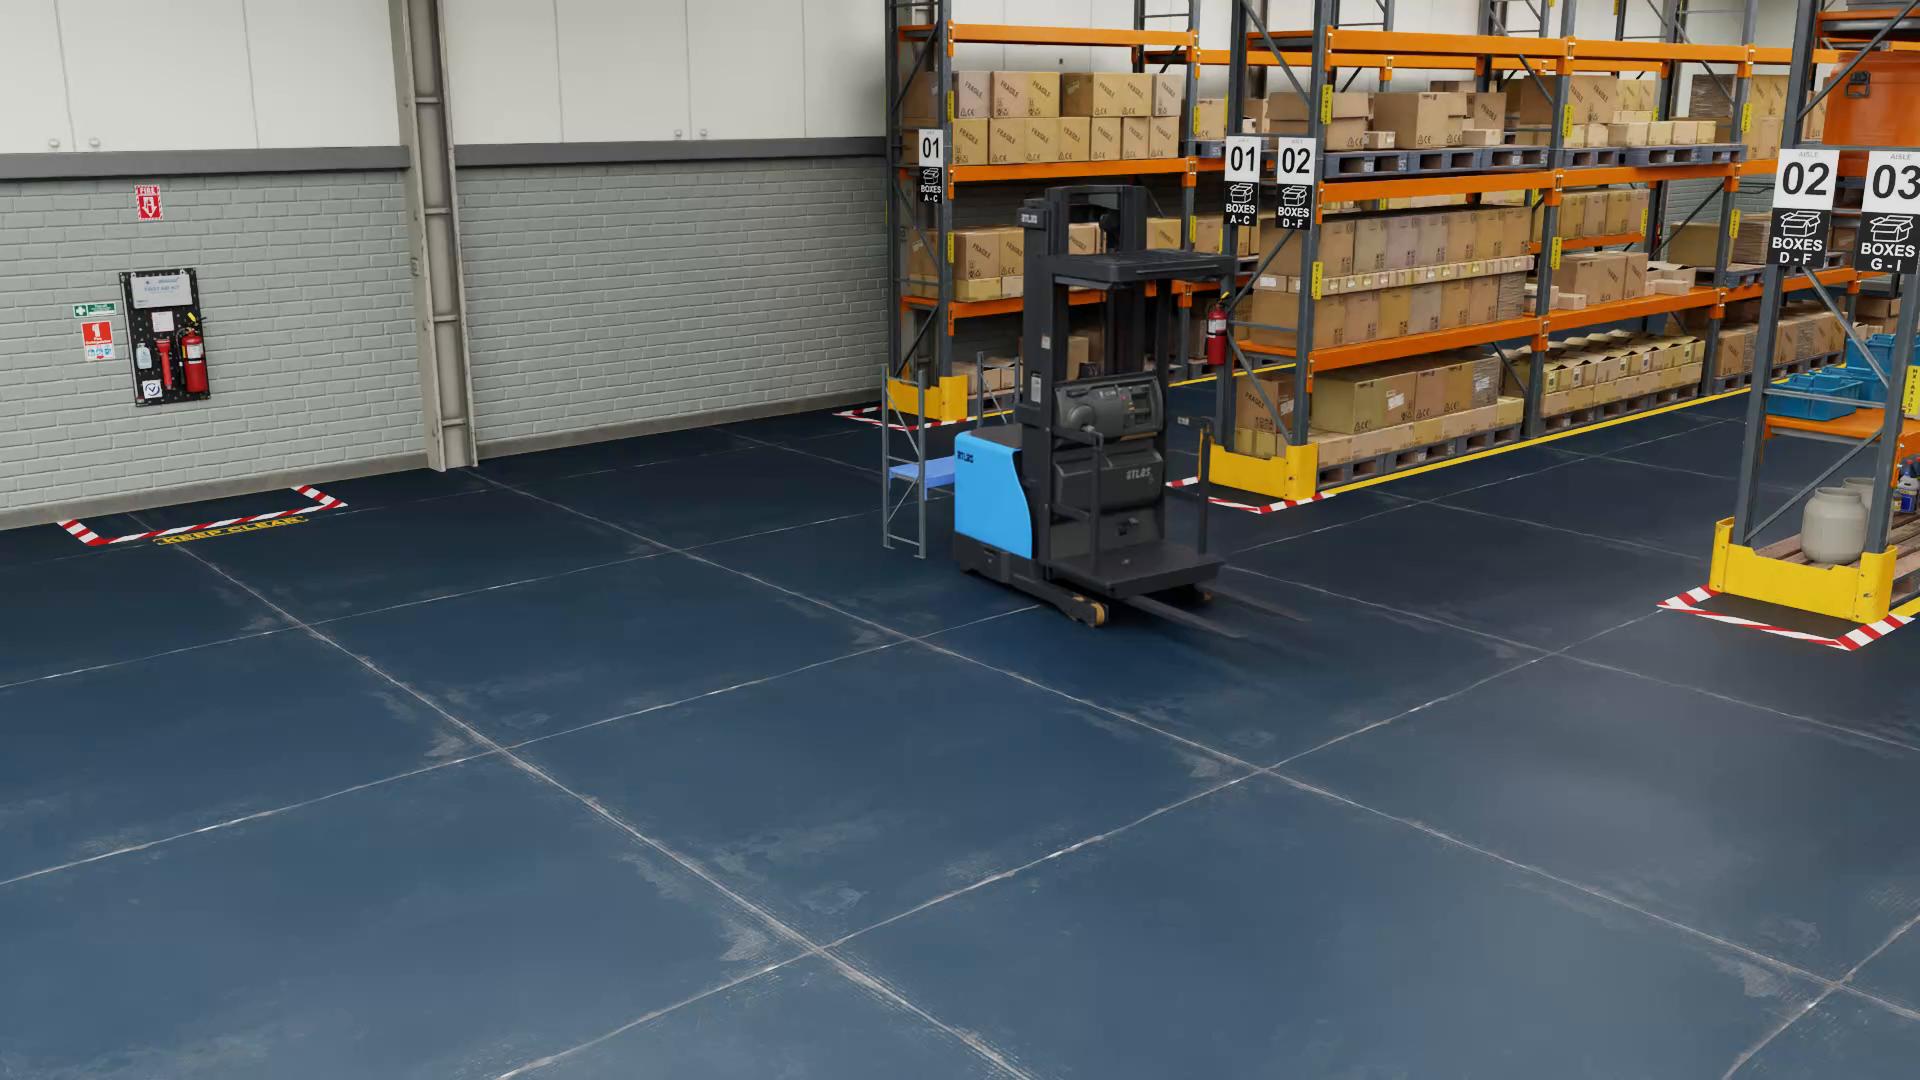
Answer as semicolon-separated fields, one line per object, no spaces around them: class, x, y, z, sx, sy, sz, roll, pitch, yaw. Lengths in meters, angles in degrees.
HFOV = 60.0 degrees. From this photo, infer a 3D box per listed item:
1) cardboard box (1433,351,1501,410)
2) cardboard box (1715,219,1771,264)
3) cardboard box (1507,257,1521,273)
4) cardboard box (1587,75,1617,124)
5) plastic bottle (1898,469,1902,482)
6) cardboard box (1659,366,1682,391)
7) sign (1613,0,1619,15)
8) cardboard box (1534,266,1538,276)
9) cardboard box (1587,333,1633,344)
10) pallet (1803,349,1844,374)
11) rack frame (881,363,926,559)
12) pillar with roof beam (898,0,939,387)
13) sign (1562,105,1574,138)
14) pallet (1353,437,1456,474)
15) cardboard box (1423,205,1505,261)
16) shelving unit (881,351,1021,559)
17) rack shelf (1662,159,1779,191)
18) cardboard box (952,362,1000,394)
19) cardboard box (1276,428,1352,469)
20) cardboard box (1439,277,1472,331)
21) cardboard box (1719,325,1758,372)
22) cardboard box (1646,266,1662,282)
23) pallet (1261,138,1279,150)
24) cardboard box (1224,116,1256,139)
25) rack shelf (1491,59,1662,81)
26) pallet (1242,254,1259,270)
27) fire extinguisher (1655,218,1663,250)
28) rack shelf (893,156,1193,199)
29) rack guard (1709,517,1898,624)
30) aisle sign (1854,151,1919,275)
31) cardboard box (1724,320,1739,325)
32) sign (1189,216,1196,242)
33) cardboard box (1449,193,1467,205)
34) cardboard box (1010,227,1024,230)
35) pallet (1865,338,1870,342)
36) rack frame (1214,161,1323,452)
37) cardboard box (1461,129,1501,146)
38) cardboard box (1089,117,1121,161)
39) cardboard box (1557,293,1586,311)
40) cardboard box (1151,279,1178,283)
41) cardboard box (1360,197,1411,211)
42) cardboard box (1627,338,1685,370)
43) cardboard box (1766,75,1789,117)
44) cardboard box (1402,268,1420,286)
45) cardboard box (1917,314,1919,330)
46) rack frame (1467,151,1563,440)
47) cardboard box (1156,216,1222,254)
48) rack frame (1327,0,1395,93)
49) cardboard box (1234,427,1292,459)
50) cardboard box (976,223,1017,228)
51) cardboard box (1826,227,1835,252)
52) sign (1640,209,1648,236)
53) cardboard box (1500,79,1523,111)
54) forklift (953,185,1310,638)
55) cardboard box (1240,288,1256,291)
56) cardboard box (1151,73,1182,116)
cardboard box;5.220;-1.656;17.199;0.500;0.500;0.500;-13;19;-39
cardboard box;10.045;-3.798;21.149;0.500;0.500;0.700;-9;17;-29
cardboard box;5.559;-2.855;17.176;0.250;0.149;0.380;-13;20;-41
cardboard box;6.717;-4.763;17.979;0.500;0.500;0.500;-10;18;-34
plastic bottle;7.884;-0.450;14.035;0.133;0.283;0.061;-12;19;-37
cardboard box;8.205;-1.950;19.753;0.500;0.250;0.500;-13;20;-40
sign;11.250;-9.155;28.469;0.005;0.325;0.100;-13;19;-39
cardboard box;9.601;-4.380;27.107;0.250;0.149;0.380;-12;19;-38
cardboard box;7.850;-2.324;20.065;0.500;0.311;0.500;-13;20;-41
pallet;11.257;-2.486;22.647;1.213;0.211;1.003;-13;19;-39
rack frame;-0.448;-0.624;13.180;0.032;1.500;0.500;-13;19;-39
pillar with roof beam;2.325;-5.256;15.991;0.400;9.000;9.100;-13;19;-39
sign;6.177;-4.252;16.889;0.005;0.325;0.100;-13;19;-39
pallet;4.263;-0.941;16.865;1.213;0.211;1.003;-13;19;-39
cardboard box;5.100;-3.136;16.969;0.500;0.500;0.700;-13;20;-39
shelving unit;-0.064;-0.710;13.502;1.048;1.500;0.538;-13;19;-39
rack shelf;10.337;-4.741;21.268;4.000;0.370;1.077;-13;19;-39
cardboard box;0.120;-1.922;19.491;0.500;0.311;0.500;13;20;41
cardboard box;3.344;-0.867;15.699;0.500;0.250;0.500;-13;19;-39
cardboard box;4.706;-2.420;16.803;0.500;0.500;0.700;-12;19;-39
cardboard box;9.751;-2.417;20.976;0.500;0.500;0.500;-14;20;-41
cardboard box;8.027;-3.144;19.879;0.500;0.311;0.500;-13;20;-40
pallet;3.873;-5.205;21.976;1.003;0.211;1.213;-13;19;-39
cardboard box;3.486;-5.377;21.614;0.500;0.311;0.500;-12;19;-38
rack shelf;10.100;-7.638;27.077;4.000;0.370;1.077;-13;19;-39
pallet;4.108;-3.828;22.641;1.213;0.211;1.003;-13;19;-39
fire extinguisher;12.026;-5.338;28.793;0.183;0.674;0.296;-13;19;-39
rack shelf;1.048;-4.349;19.802;4.000;0.370;1.077;-13;19;-39
rack guard;6.069;0.205;12.013;0.348;0.500;1.175;-13;19;-39
aisle sign;6.180;-2.167;11.013;0.004;0.787;0.394;-13;19;-39
cardboard box;9.771;-2.597;21.652;0.500;0.500;0.500;-14;20;-41
sign;2.919;-3.901;20.863;0.005;0.325;0.100;-13;19;-39
cardboard box;7.246;-5.119;24.841;0.500;0.250;0.500;-13;20;-40
cardboard box;0.870;-3.399;19.461;0.500;0.500;0.500;-13;20;-41
pallet;12.365;-2.747;23.625;1.213;0.211;1.003;-13;19;-39
rack frame;2.794;-1.945;15.220;0.127;3.000;1.000;-13;19;-39
cardboard box;5.081;-3.964;16.366;0.250;0.149;0.380;-13;19;-39
cardboard box;1.555;-4.776;19.771;0.500;0.500;0.500;-14;20;-41
cardboard box;6.614;-2.612;18.202;0.250;0.149;0.380;-13;19;-39
cardboard box;2.398;-3.385;20.860;0.500;0.250;0.500;-13;19;-39
cardboard box;6.108;-4.860;23.869;0.500;0.250;0.500;-12;19;-38
cardboard box;8.207;-2.220;19.676;0.500;0.311;0.500;-13;20;-40
cardboard box;9.931;-5.527;20.684;0.500;0.500;0.500;-13;19;-39
cardboard box;4.201;-2.550;16.034;0.250;0.149;0.380;-13;20;-40
cardboard box;13.879;-3.245;24.560;0.500;0.250;0.500;-13;19;-39
rack frame;5.811;-2.623;17.757;0.127;3.000;1.000;-13;19;-39
cardboard box;2.963;-3.927;21.593;0.500;0.500;0.700;-13;19;-39
rack frame;5.574;-7.163;23.128;0.127;3.000;1.000;-13;19;-39
cardboard box;3.004;-0.968;16.076;0.500;0.250;0.500;-13;19;-39
cardboard box;0.529;-3.502;19.845;0.500;0.500;0.500;-13;20;-41
cardboard box;12.055;-4.161;23.322;0.500;0.500;0.500;-12;19;-38
sign;8.465;-3.926;20.544;0.005;0.325;0.100;-13;19;-39
cardboard box;8.965;-7.096;26.520;0.500;0.500;0.500;-13;20;-40
forklift;1.183;-0.954;11.641;1.130;2.935;3.031;-10;18;-33
cardboard box;4.209;-3.327;22.930;0.500;0.250;0.500;-13;20;-40
cardboard box;2.357;-5.439;20.318;0.500;0.500;0.500;14;20;42
